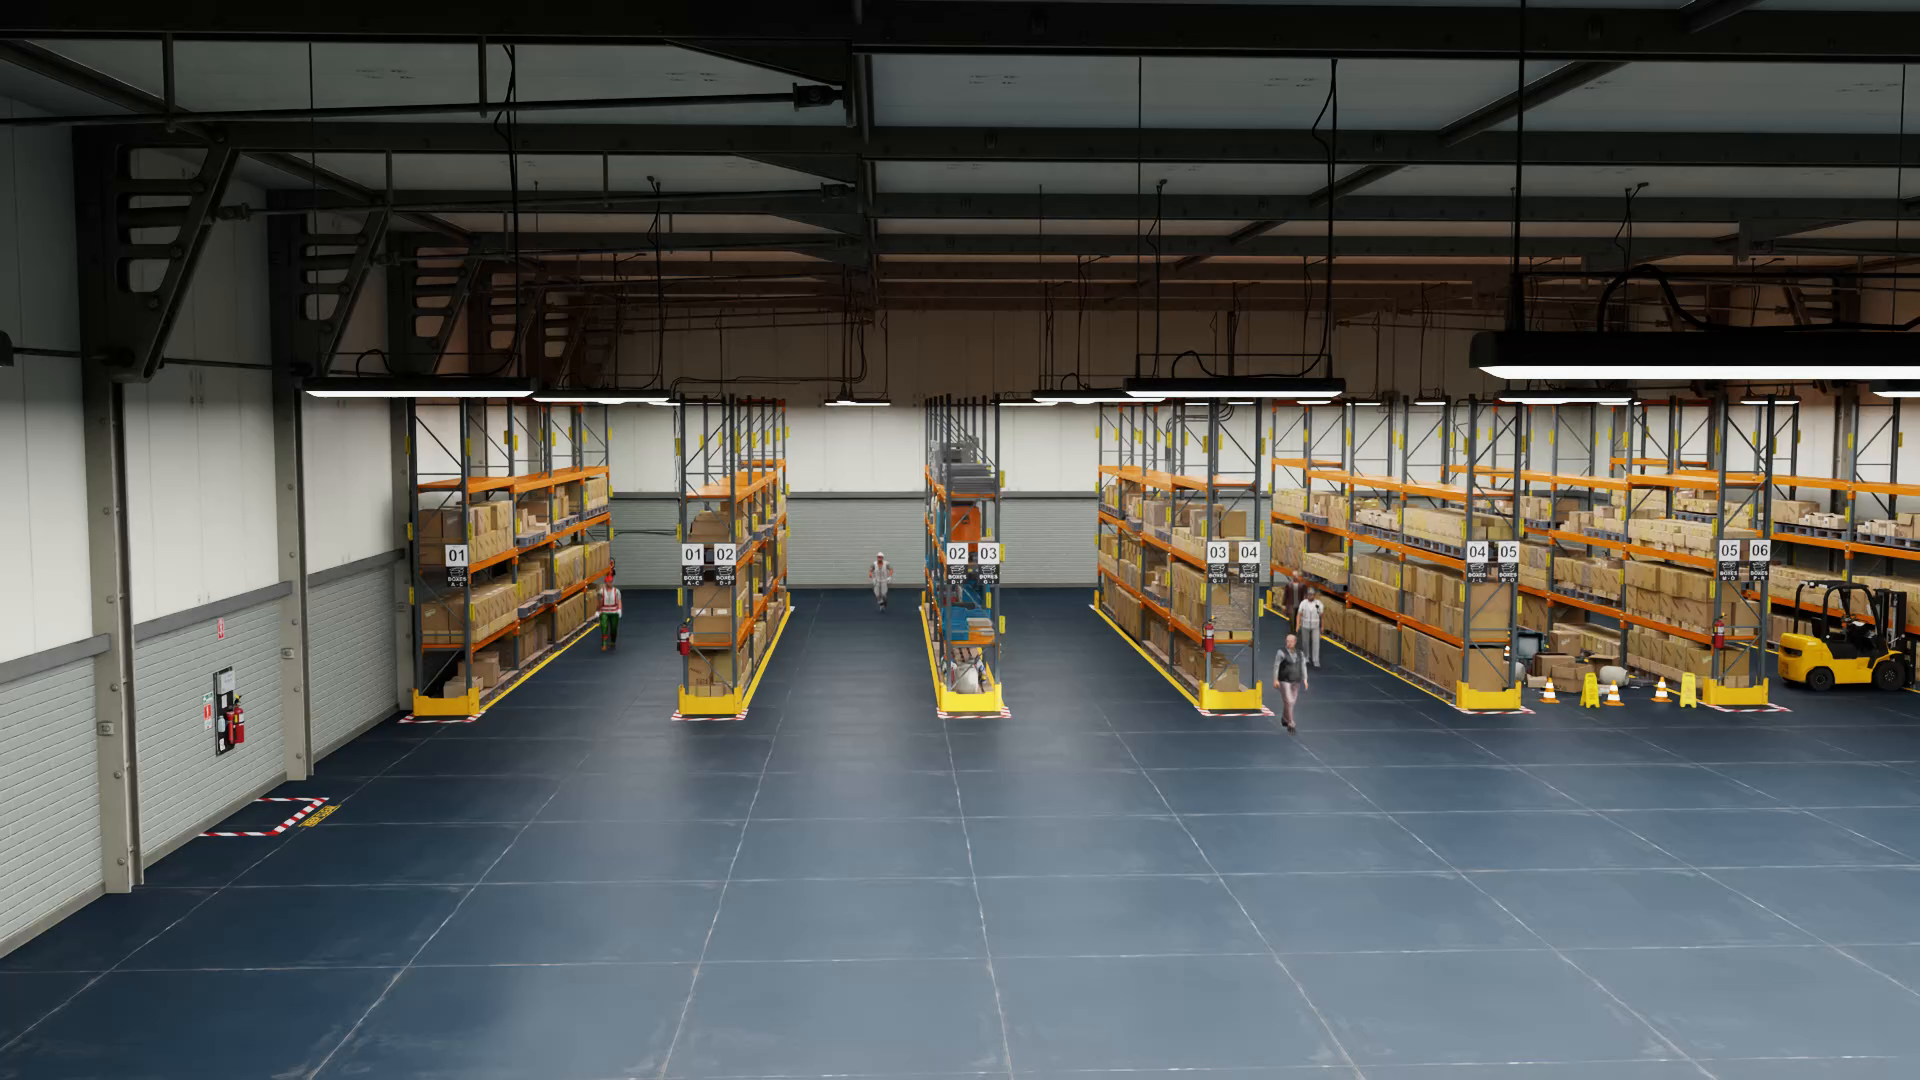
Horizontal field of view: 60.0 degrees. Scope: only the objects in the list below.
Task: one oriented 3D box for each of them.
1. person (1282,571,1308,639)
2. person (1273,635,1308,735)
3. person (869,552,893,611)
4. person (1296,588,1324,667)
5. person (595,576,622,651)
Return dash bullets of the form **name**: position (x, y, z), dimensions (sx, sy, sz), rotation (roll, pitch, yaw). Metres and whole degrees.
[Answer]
- **person**: position (8.230, 1.620, 40.683), dimensions (0.599, 1.718, 1.103), rotation (0, 5, -1)
- **person**: position (5.864, 2.562, 29.486), dimensions (0.565, 1.774, 0.697), rotation (-2, 5, -19)
- **person**: position (-2.237, 1.175, 47.027), dimensions (0.677, 1.682, 0.646), rotation (0, 5, 6)
- **person**: position (7.791, 1.914, 36.974), dimensions (0.649, 1.715, 1.024), rotation (1, 5, 6)
- **person**: position (-8.322, 1.716, 39.359), dimensions (0.629, 1.721, 1.050), rotation (-1, 5, -12)
